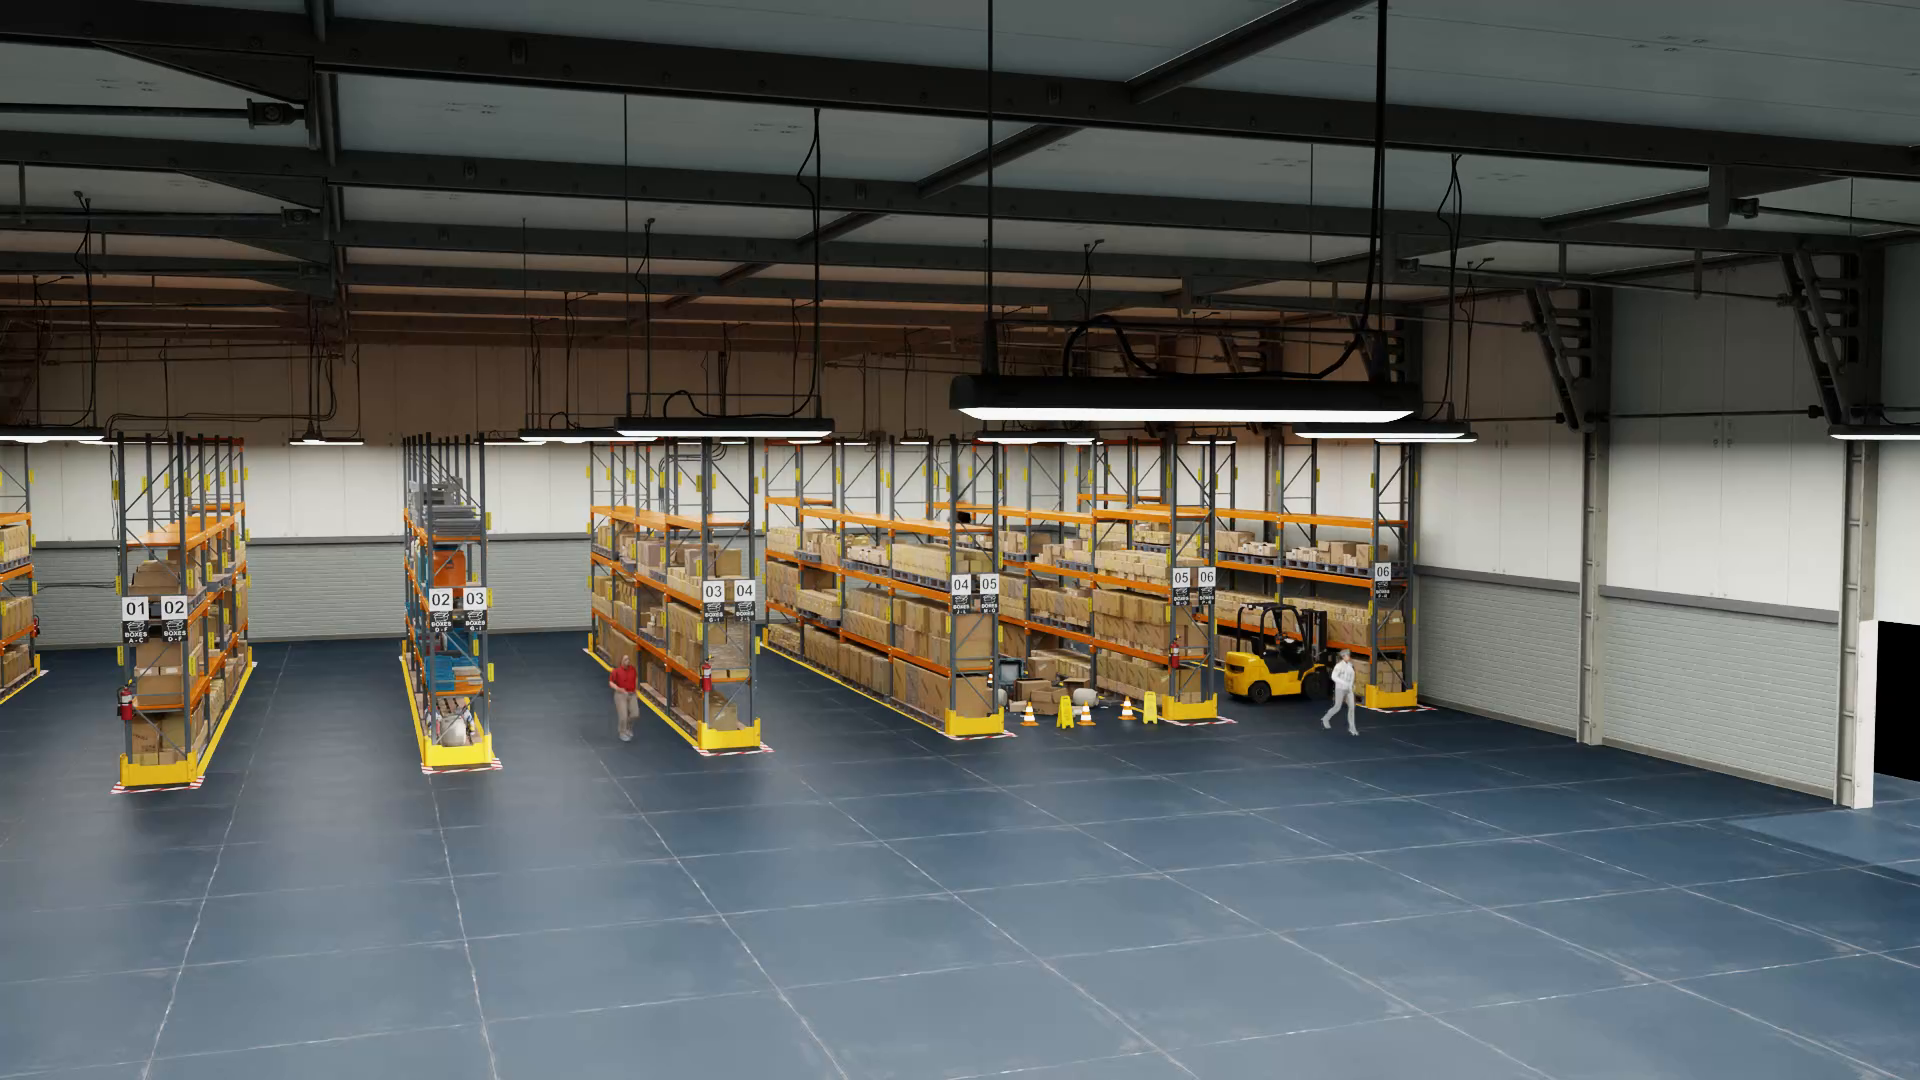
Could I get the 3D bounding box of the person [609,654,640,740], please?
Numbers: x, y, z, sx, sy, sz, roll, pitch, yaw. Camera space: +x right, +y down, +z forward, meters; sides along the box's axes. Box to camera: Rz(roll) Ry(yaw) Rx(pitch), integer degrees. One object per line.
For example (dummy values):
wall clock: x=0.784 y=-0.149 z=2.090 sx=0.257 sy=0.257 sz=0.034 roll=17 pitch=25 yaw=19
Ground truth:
person: x=-6.510 y=3.076 z=32.441 sx=0.660 sy=1.693 sz=0.584 roll=-2 pitch=4 yaw=-36

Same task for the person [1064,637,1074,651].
person: x=2.887 y=2.425 z=45.677 sx=0.535 sy=1.552 sz=0.520 roll=-2 pitch=4 yaw=-30

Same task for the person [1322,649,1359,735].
person: x=7.720 y=3.018 z=33.387 sx=0.657 sy=1.692 sz=0.947 roll=-2 pitch=4 yaw=-31
